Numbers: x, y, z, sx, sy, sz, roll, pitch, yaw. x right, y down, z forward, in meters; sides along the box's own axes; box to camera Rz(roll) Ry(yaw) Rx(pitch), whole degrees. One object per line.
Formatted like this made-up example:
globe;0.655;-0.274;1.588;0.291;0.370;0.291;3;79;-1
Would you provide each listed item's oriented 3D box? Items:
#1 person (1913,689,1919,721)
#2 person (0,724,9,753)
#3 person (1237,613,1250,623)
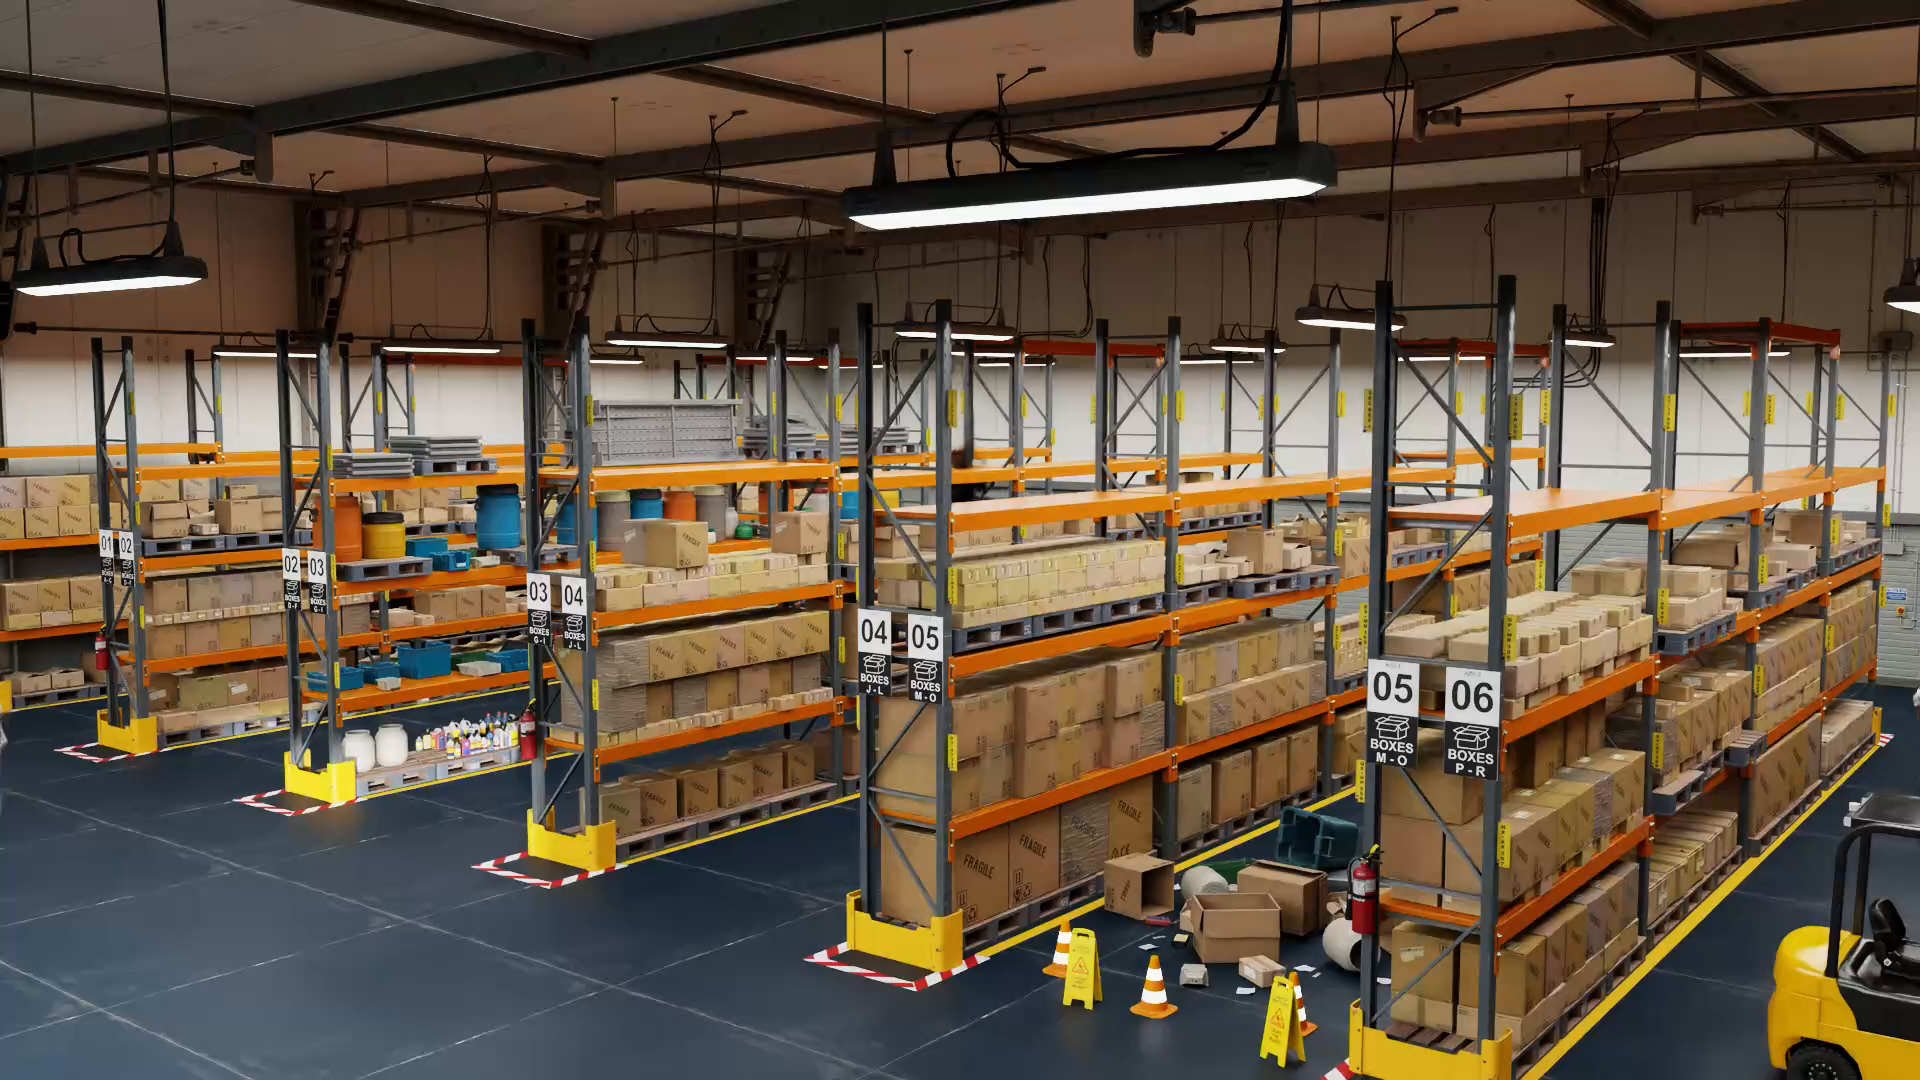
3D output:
person;12.824;2.483;21.861;0.539;1.596;0.951;4;6;36
person;-11.413;2.624;19.296;0.655;1.723;0.599;-2;5;-25
person;4.224;1.906;24.919;0.554;1.683;0.885;4;6;36
